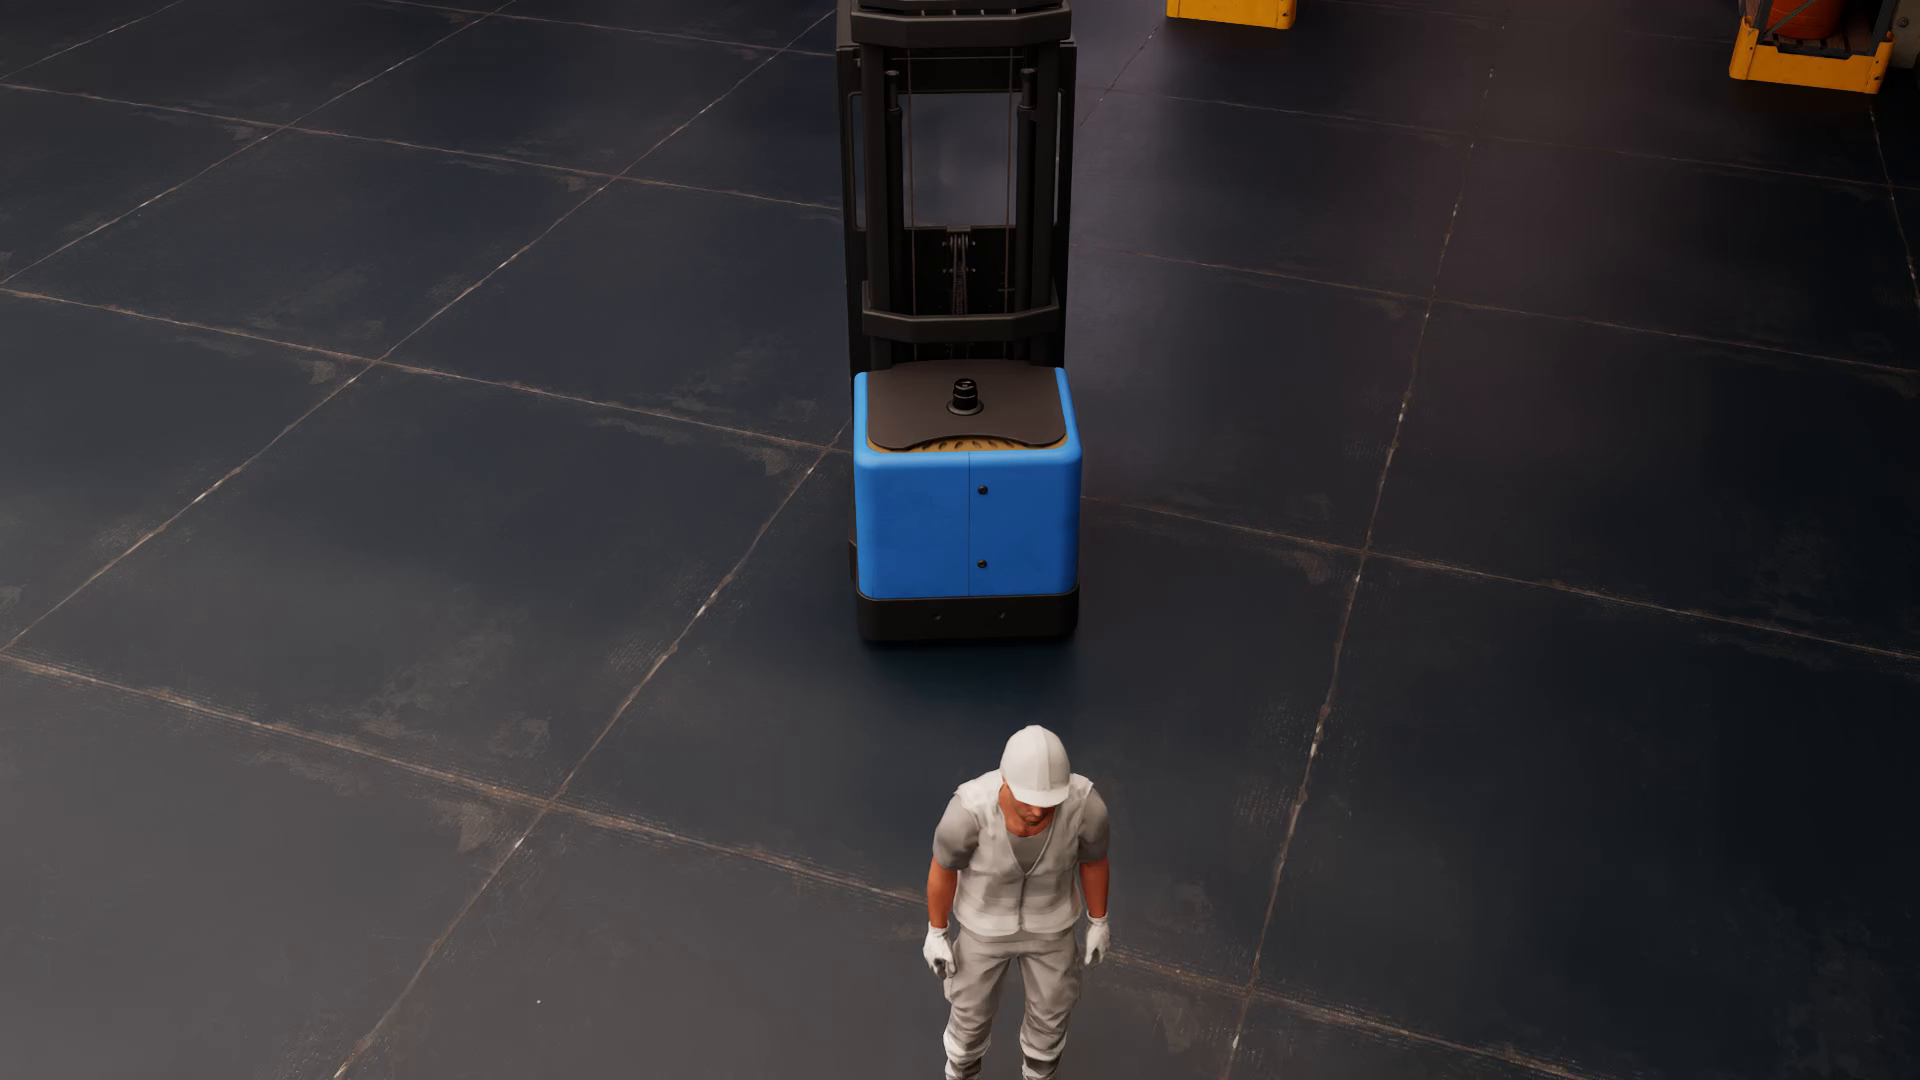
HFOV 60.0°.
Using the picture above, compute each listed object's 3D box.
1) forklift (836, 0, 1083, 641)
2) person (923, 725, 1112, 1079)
[{"bbox_3d":[-0.029,-1.547,8.293,1.130,2.935,3.031,-2,35,-2],"label":"forklift"},{"bbox_3d":[0.187,1.257,5.339,0.614,1.778,0.453,-3,35,-4],"label":"person"}]
